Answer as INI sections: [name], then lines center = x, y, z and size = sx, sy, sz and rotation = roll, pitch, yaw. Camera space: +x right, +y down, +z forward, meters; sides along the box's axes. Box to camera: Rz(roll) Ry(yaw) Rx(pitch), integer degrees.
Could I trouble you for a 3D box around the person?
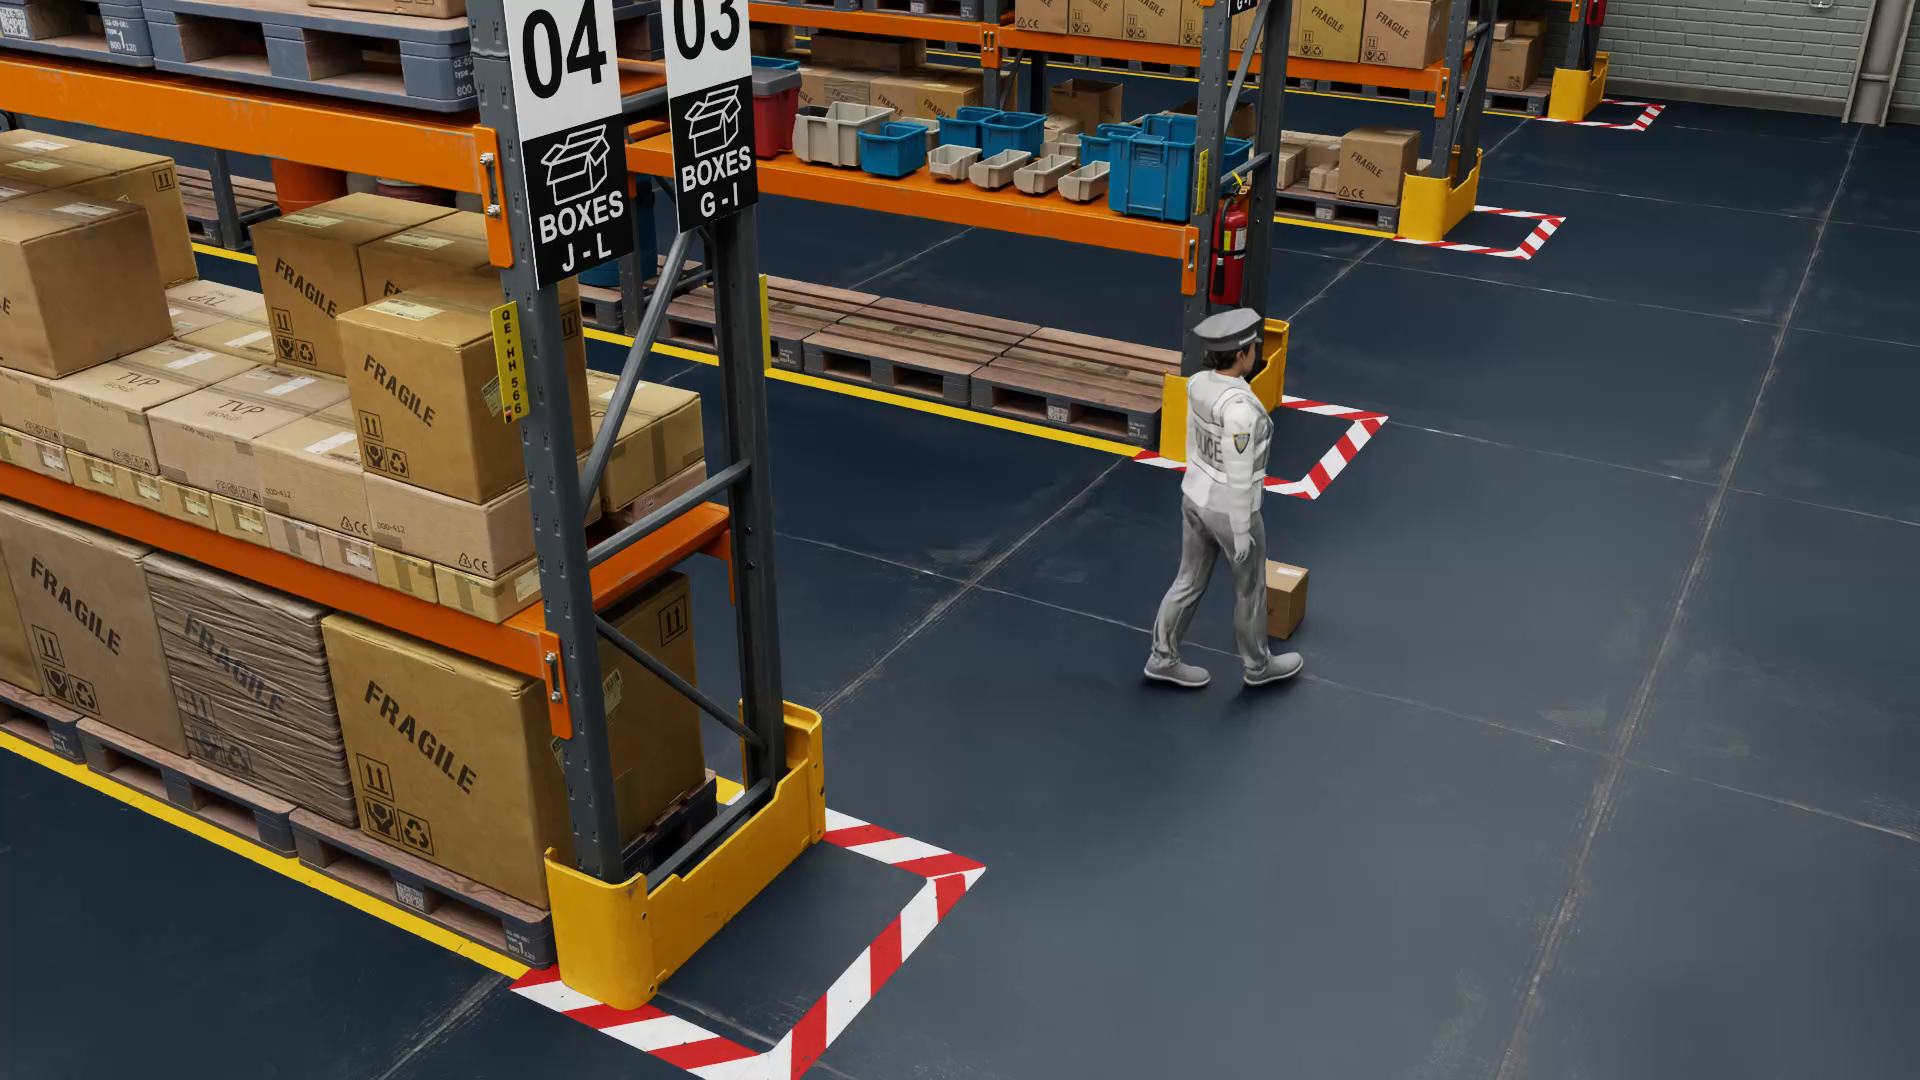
[person]
center = 1.146, -0.152, 6.888
size = 0.681, 1.664, 0.504
rotation = -9, 28, -17
